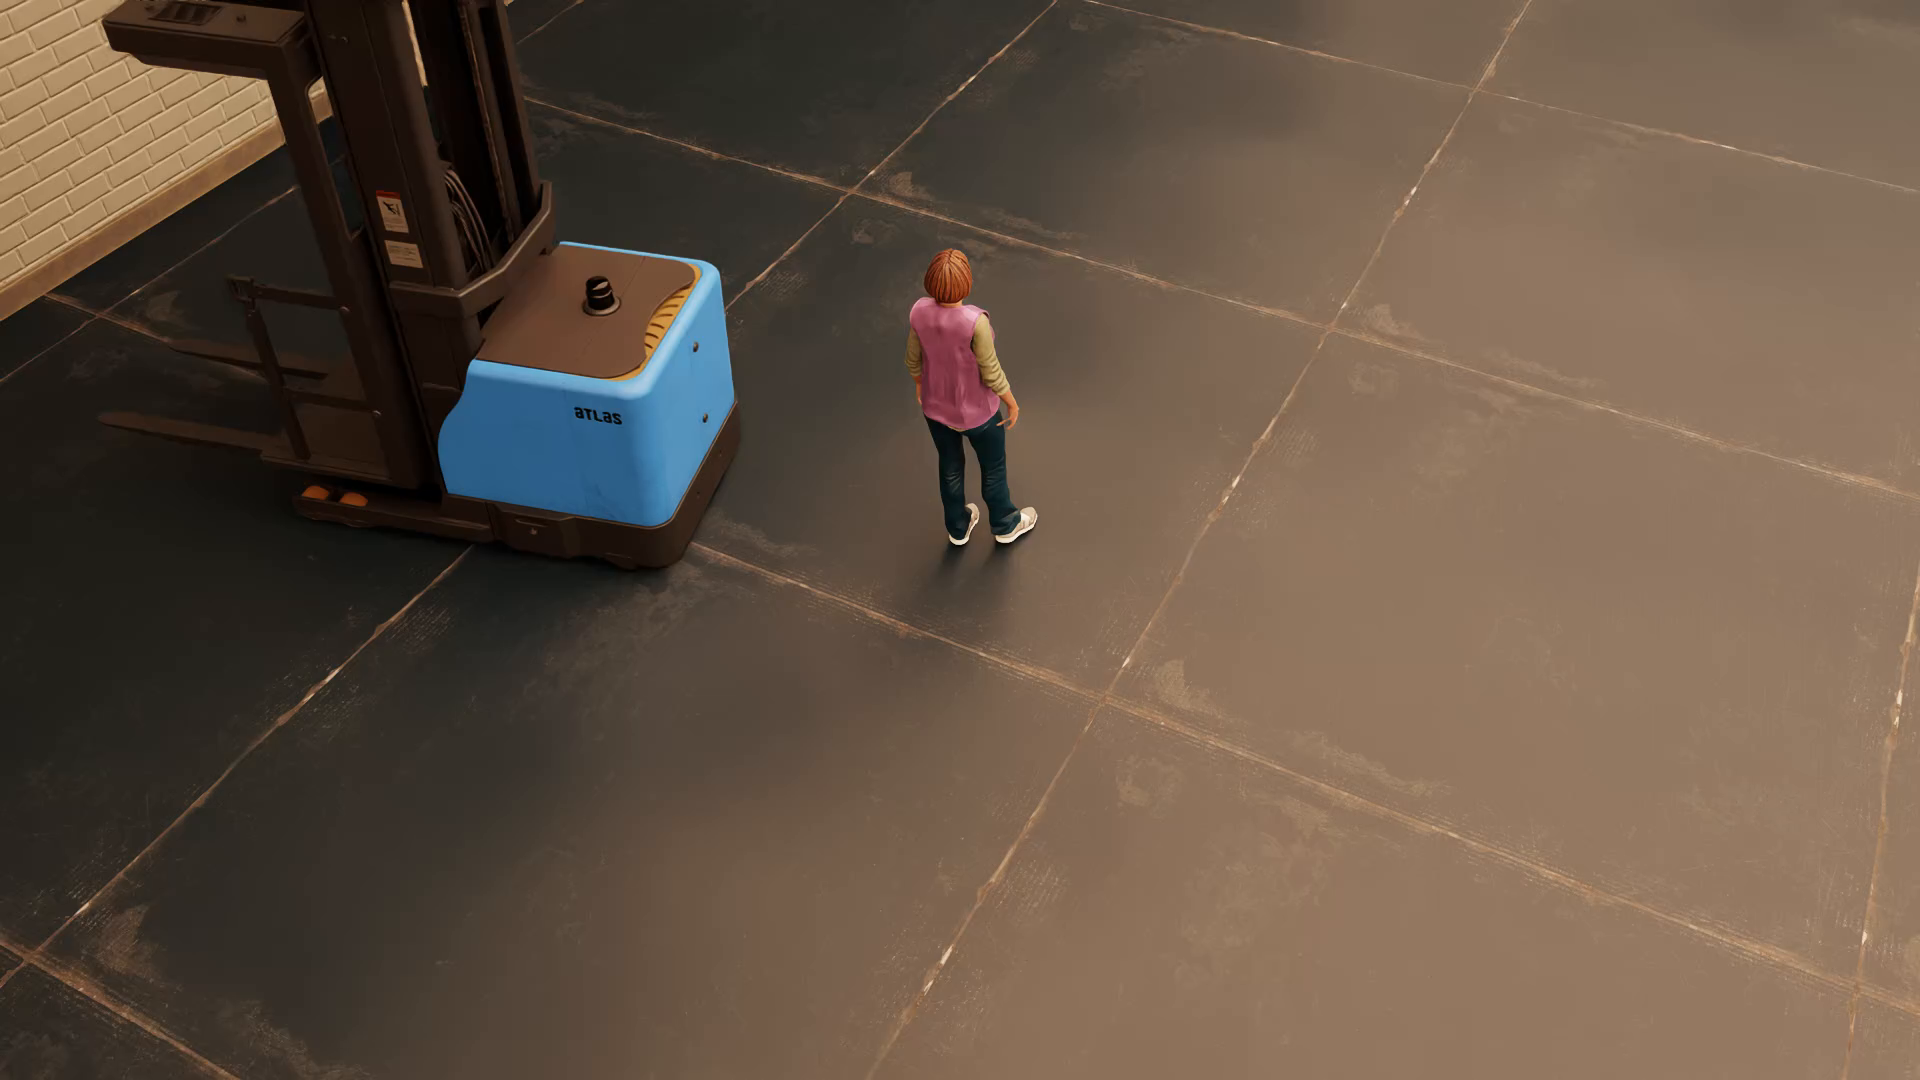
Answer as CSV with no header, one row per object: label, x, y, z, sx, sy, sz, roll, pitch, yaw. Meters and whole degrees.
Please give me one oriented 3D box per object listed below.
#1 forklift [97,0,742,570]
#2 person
forklift,-2.652,-1.469,7.213,3.031,2.935,1.130,9,44,10
person,0.047,-0.627,7.282,0.521,1.599,0.473,20,47,20
